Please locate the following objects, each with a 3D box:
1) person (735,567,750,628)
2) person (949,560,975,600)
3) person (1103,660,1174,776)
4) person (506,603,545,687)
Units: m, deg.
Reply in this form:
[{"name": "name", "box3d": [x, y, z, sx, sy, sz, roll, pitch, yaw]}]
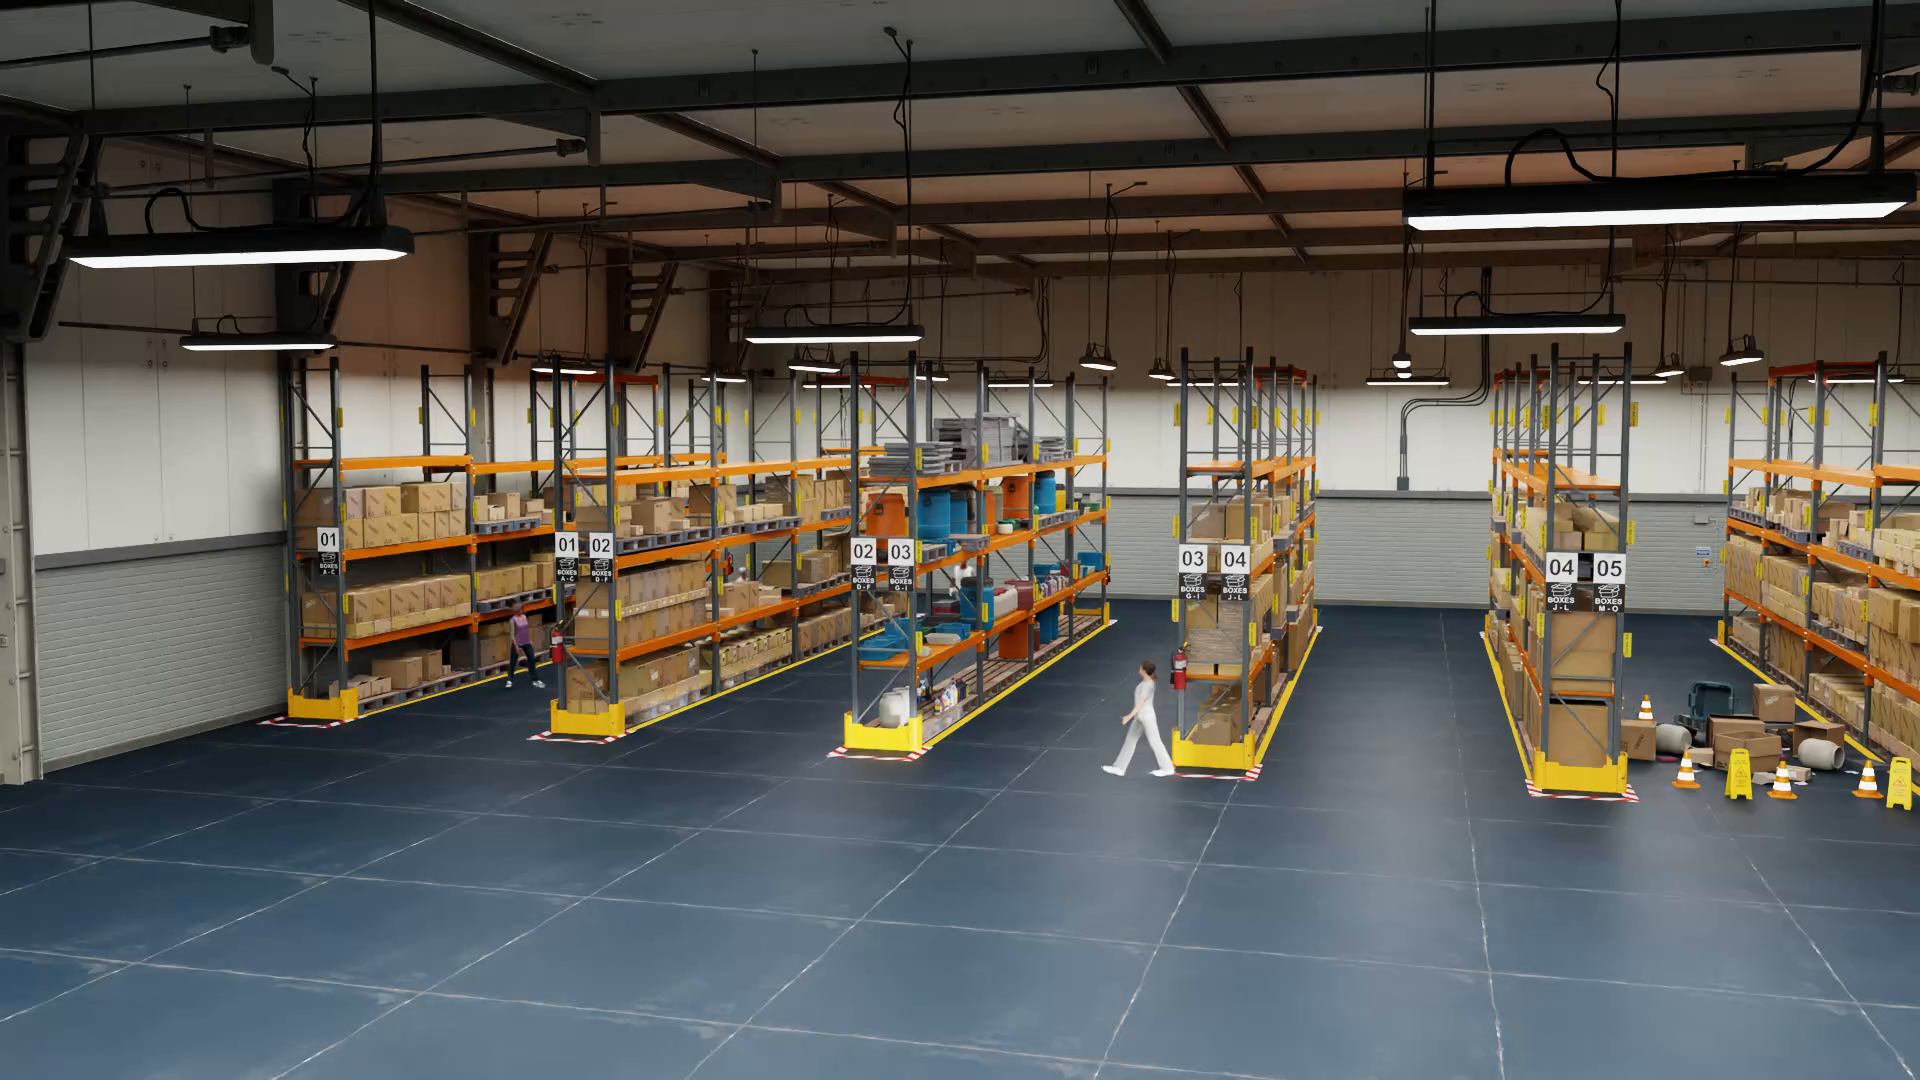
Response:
[{"name": "person", "box3d": [-4.798, 1.447, 37.184, 0.503, 1.684, 0.514, 2, 5, 25]}, {"name": "person", "box3d": [0.052, 1.220, 39.436, 0.569, 1.740, 0.972, 1, 4, 12]}, {"name": "person", "box3d": [2.493, 2.475, 23.099, 0.970, 1.611, 0.456, -1, 4, -7]}, {"name": "person", "box3d": [-8.108, 1.945, 30.854, 0.598, 1.591, 0.585, -4, 6, -42]}]
